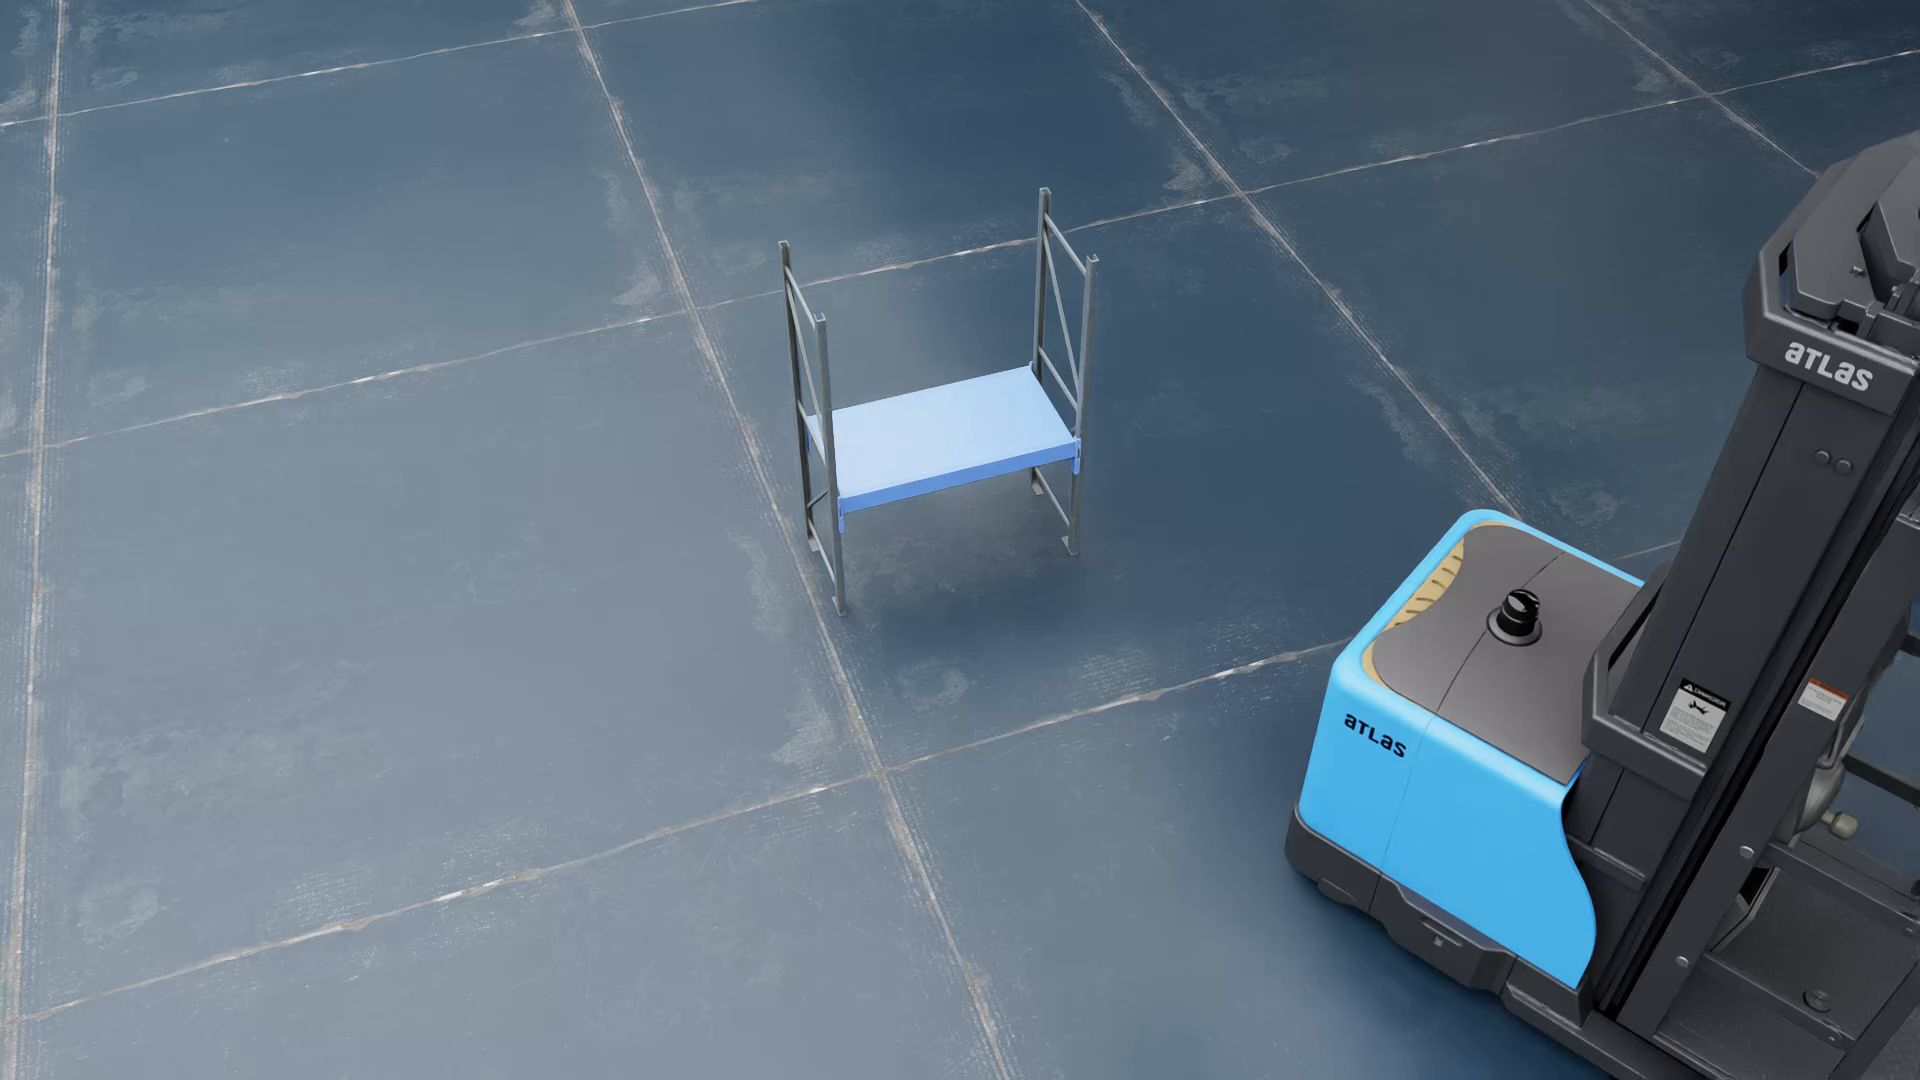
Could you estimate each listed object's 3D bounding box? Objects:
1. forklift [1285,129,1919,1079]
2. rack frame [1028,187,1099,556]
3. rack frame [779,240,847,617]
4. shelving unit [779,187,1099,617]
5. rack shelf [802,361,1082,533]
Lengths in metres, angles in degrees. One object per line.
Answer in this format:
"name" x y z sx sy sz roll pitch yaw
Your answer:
"forklift" 2.604 0.520 4.472 3.031 2.935 1.130 30 52 27
"rack frame" 0.398 -0.631 6.629 0.032 1.500 0.500 -14 47 -14
"rack frame" -0.558 -0.387 6.386 0.032 1.500 0.500 -14 47 -14
"shelving unit" -0.080 -0.509 6.508 1.048 1.500 0.538 -14 47 -14
"rack shelf" -0.080 -0.382 6.635 1.000 0.185 0.538 -14 47 -14
